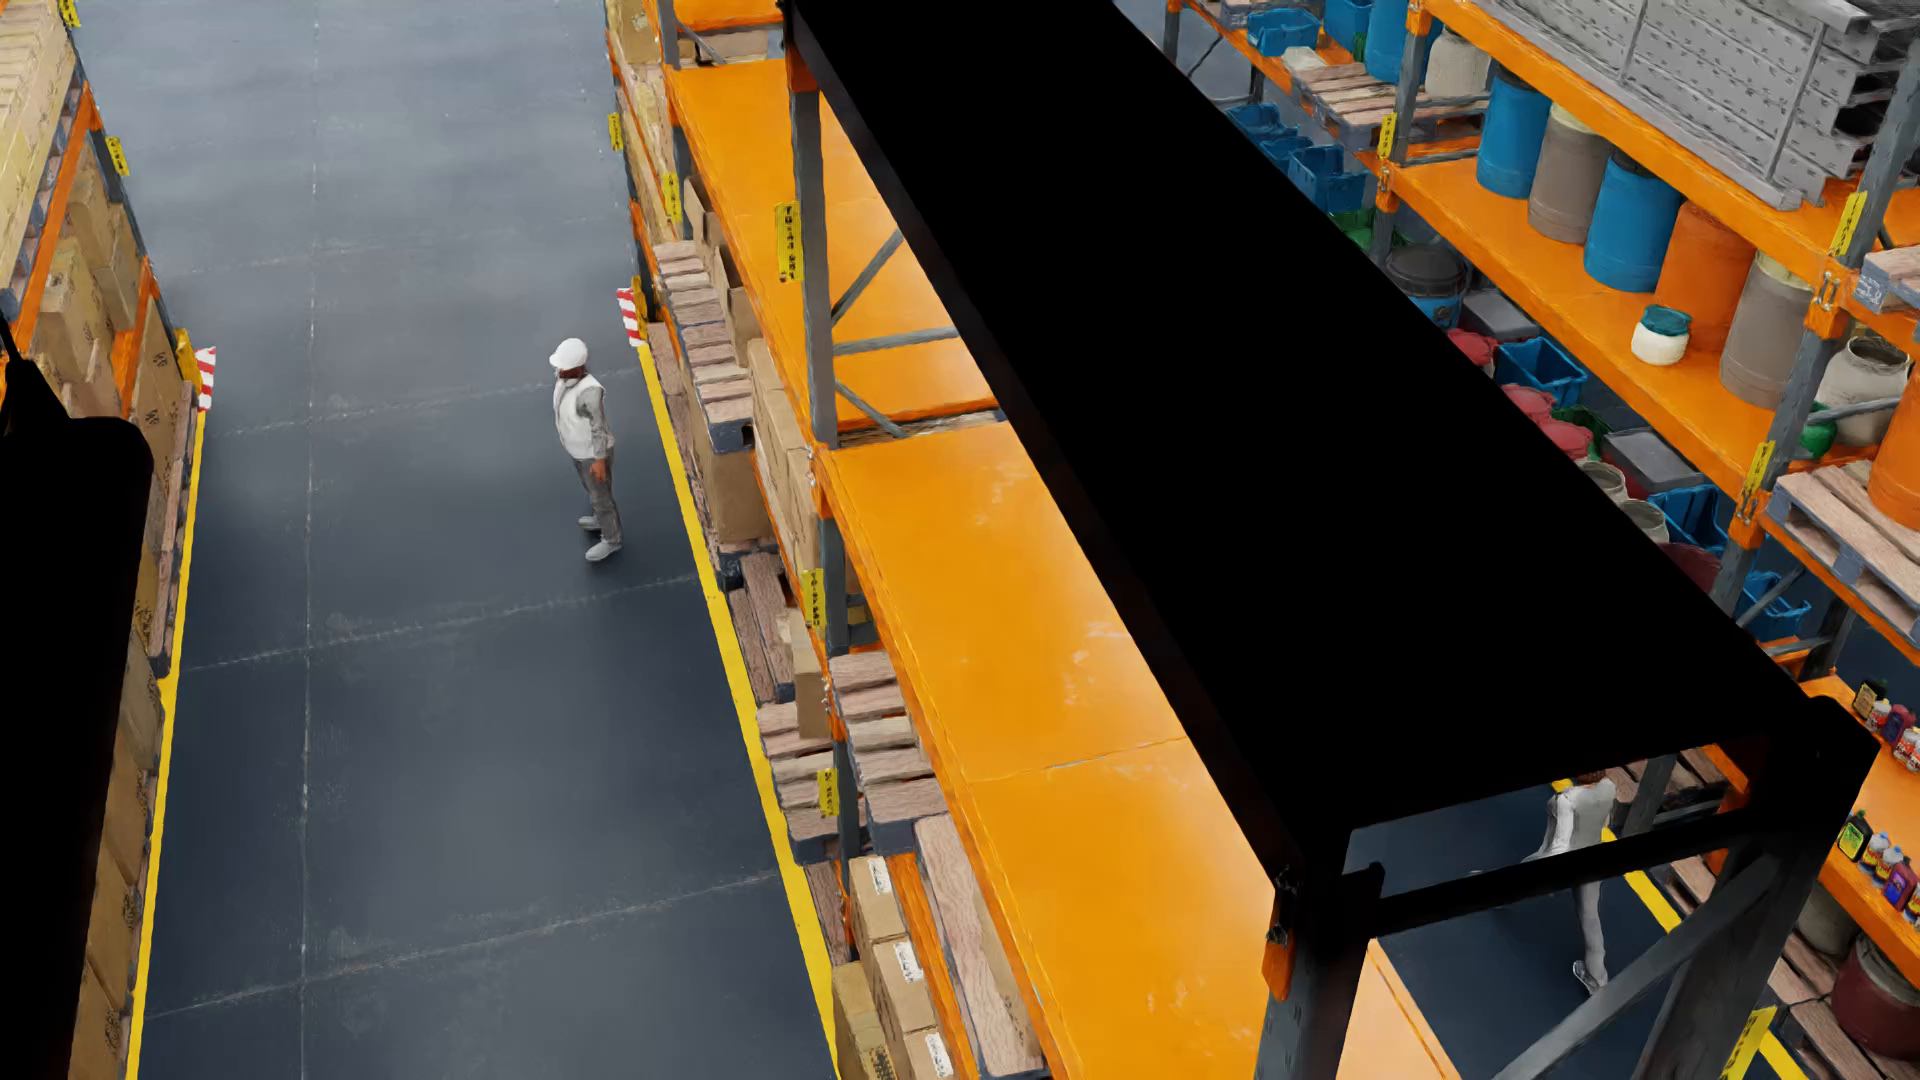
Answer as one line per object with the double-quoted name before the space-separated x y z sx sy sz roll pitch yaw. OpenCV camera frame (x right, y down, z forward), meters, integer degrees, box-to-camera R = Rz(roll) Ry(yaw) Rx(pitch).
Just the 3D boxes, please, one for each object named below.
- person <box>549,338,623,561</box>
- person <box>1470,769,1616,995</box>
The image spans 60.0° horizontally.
"person" -2.759 -0.691 12.237 0.400 1.776 0.623 -23 44 -26
"person" 3.432 1.757 9.360 0.419 1.514 1.038 -12 40 -15
